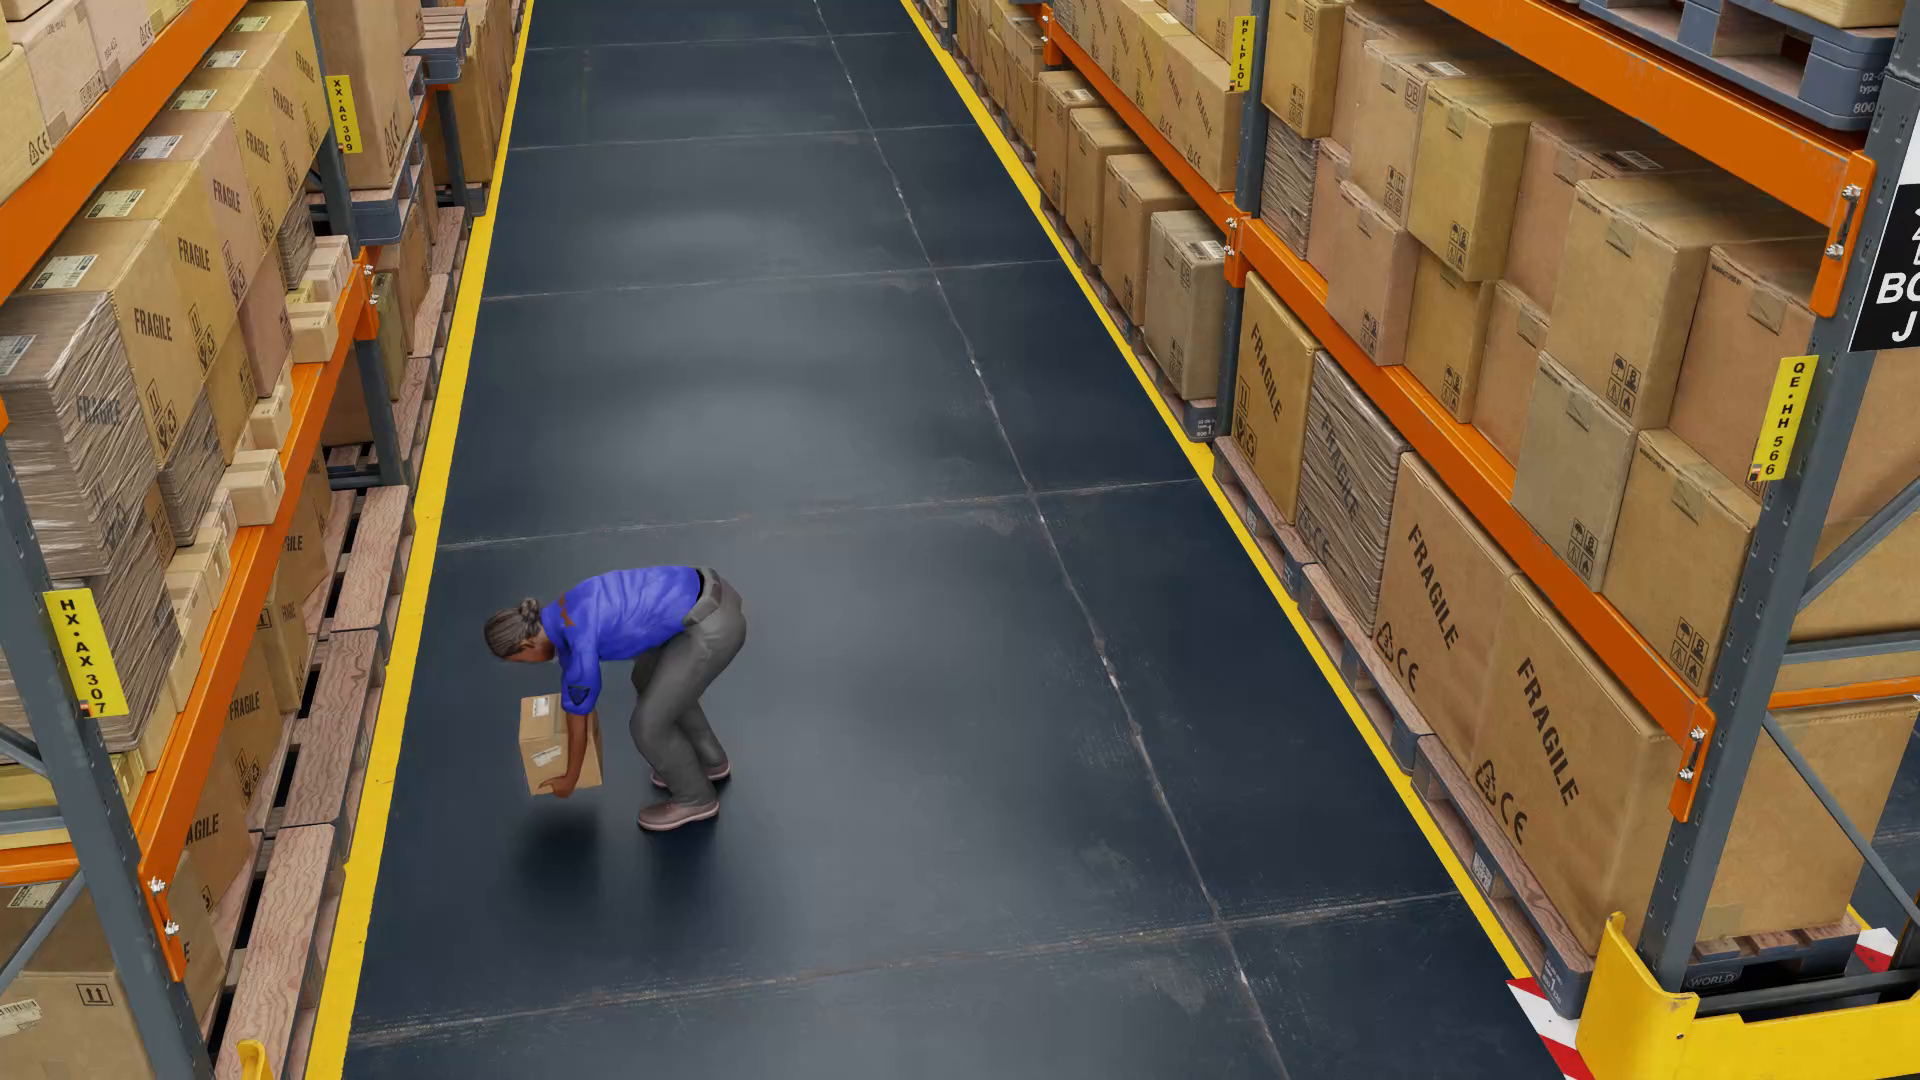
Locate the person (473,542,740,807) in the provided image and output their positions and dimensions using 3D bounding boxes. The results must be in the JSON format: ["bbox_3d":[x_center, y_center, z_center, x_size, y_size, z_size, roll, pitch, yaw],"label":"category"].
[{"bbox_3d":[-1.189,0.451,5.803,0.858,1.078,0.414,-6,31,-10],"label":"person"}]
